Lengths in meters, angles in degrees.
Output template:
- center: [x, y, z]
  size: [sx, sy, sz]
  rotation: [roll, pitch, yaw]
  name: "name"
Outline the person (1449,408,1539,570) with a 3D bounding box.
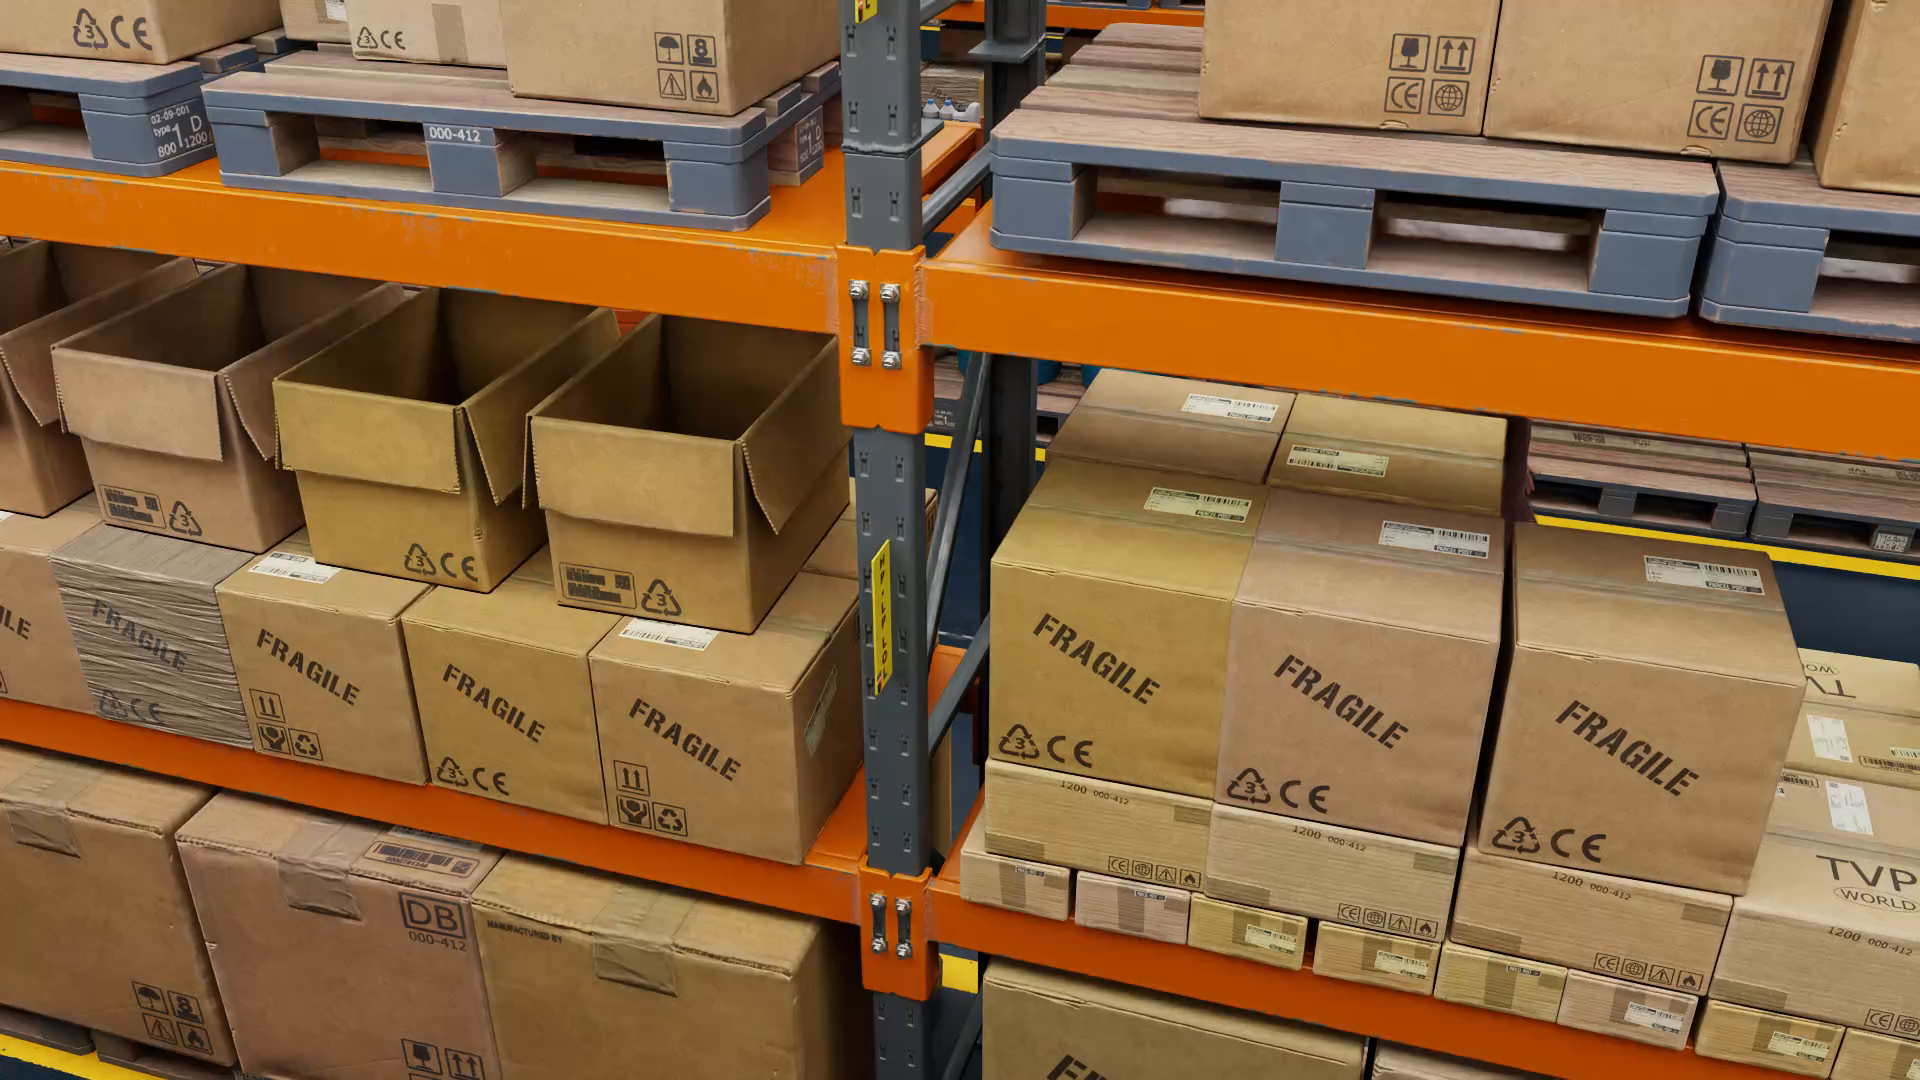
- center: [2.092, -0.166, 6.422]
  size: [1.092, 1.722, 0.594]
  rotation: [0, 29, -1]
  name: "person"
